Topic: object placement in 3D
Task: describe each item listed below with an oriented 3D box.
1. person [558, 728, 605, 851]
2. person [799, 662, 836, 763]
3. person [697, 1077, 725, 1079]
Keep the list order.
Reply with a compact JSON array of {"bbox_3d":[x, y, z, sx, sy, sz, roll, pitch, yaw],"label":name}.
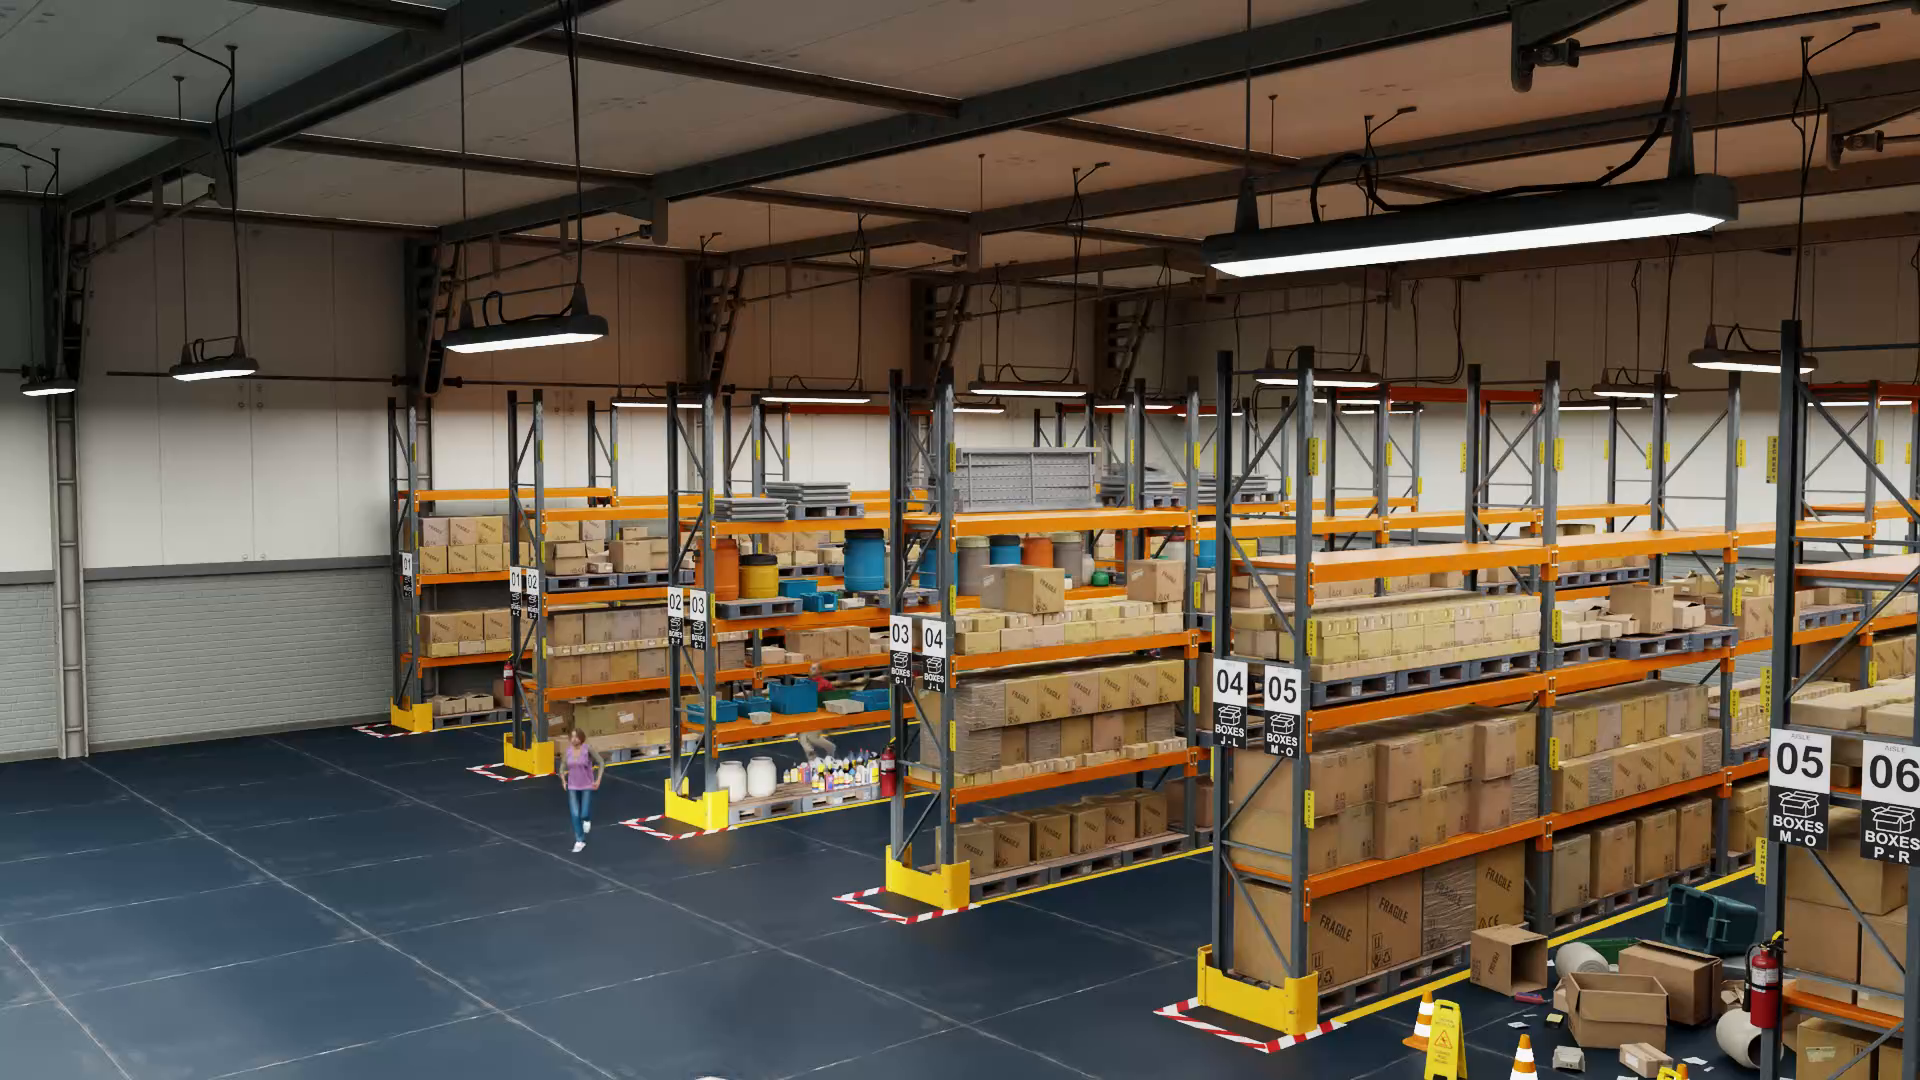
[{"bbox_3d":[-4.813,3.162,21.138,0.566,1.570,0.623,0,3,3],"label":"person"},{"bbox_3d":[-2.301,2.780,26.446,0.661,1.673,0.628,3,4,41],"label":"person"},{"bbox_3d":[-1.365,3.761,9.055,0.644,1.737,0.576,0,3,-6],"label":"person"}]
